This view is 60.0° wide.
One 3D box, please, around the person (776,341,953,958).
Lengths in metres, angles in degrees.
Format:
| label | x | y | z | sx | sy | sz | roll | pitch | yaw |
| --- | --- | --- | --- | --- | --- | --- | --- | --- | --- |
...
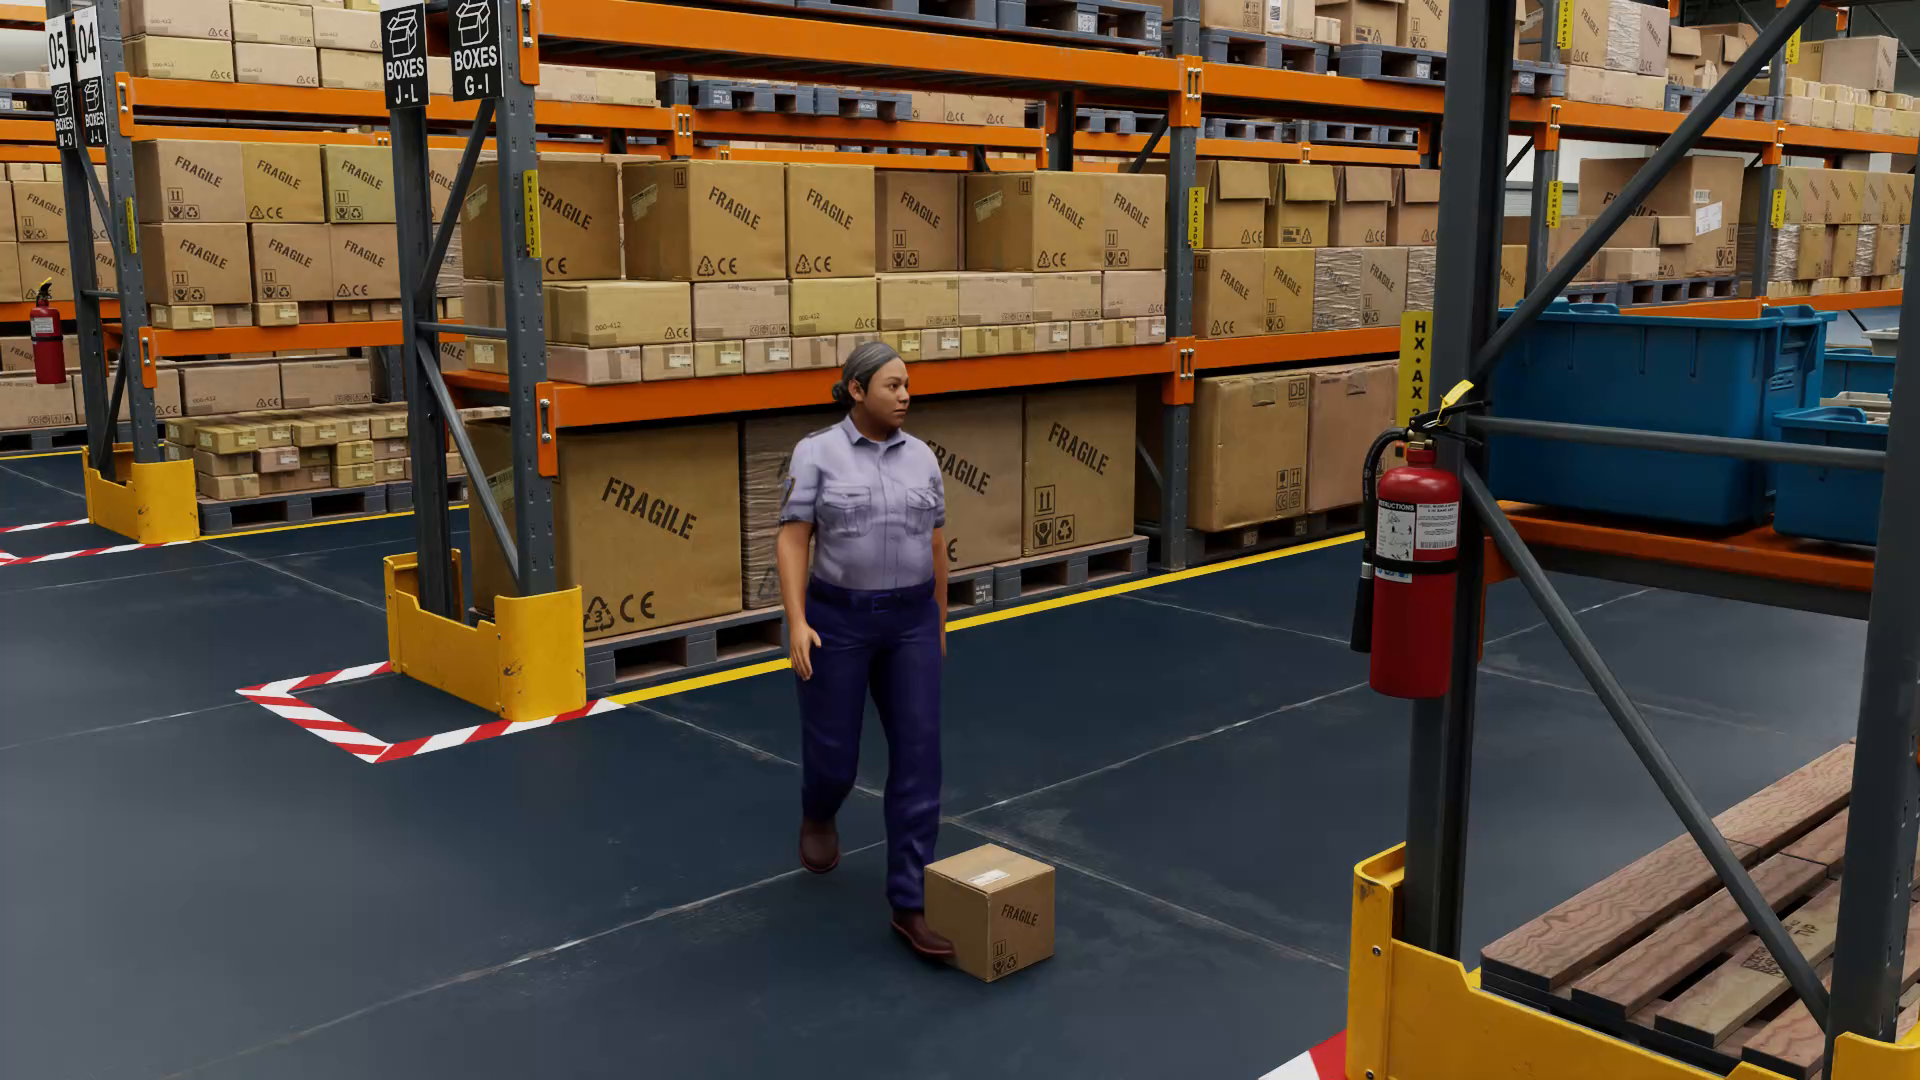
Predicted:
| label | x | y | z | sx | sy | sz | roll | pitch | yaw |
| --- | --- | --- | --- | --- | --- | --- | --- | --- | --- |
| person | -0.233 | 0.268 | 4.592 | 0.551 | 1.606 | 0.819 | -5 | 12 | -23 |
